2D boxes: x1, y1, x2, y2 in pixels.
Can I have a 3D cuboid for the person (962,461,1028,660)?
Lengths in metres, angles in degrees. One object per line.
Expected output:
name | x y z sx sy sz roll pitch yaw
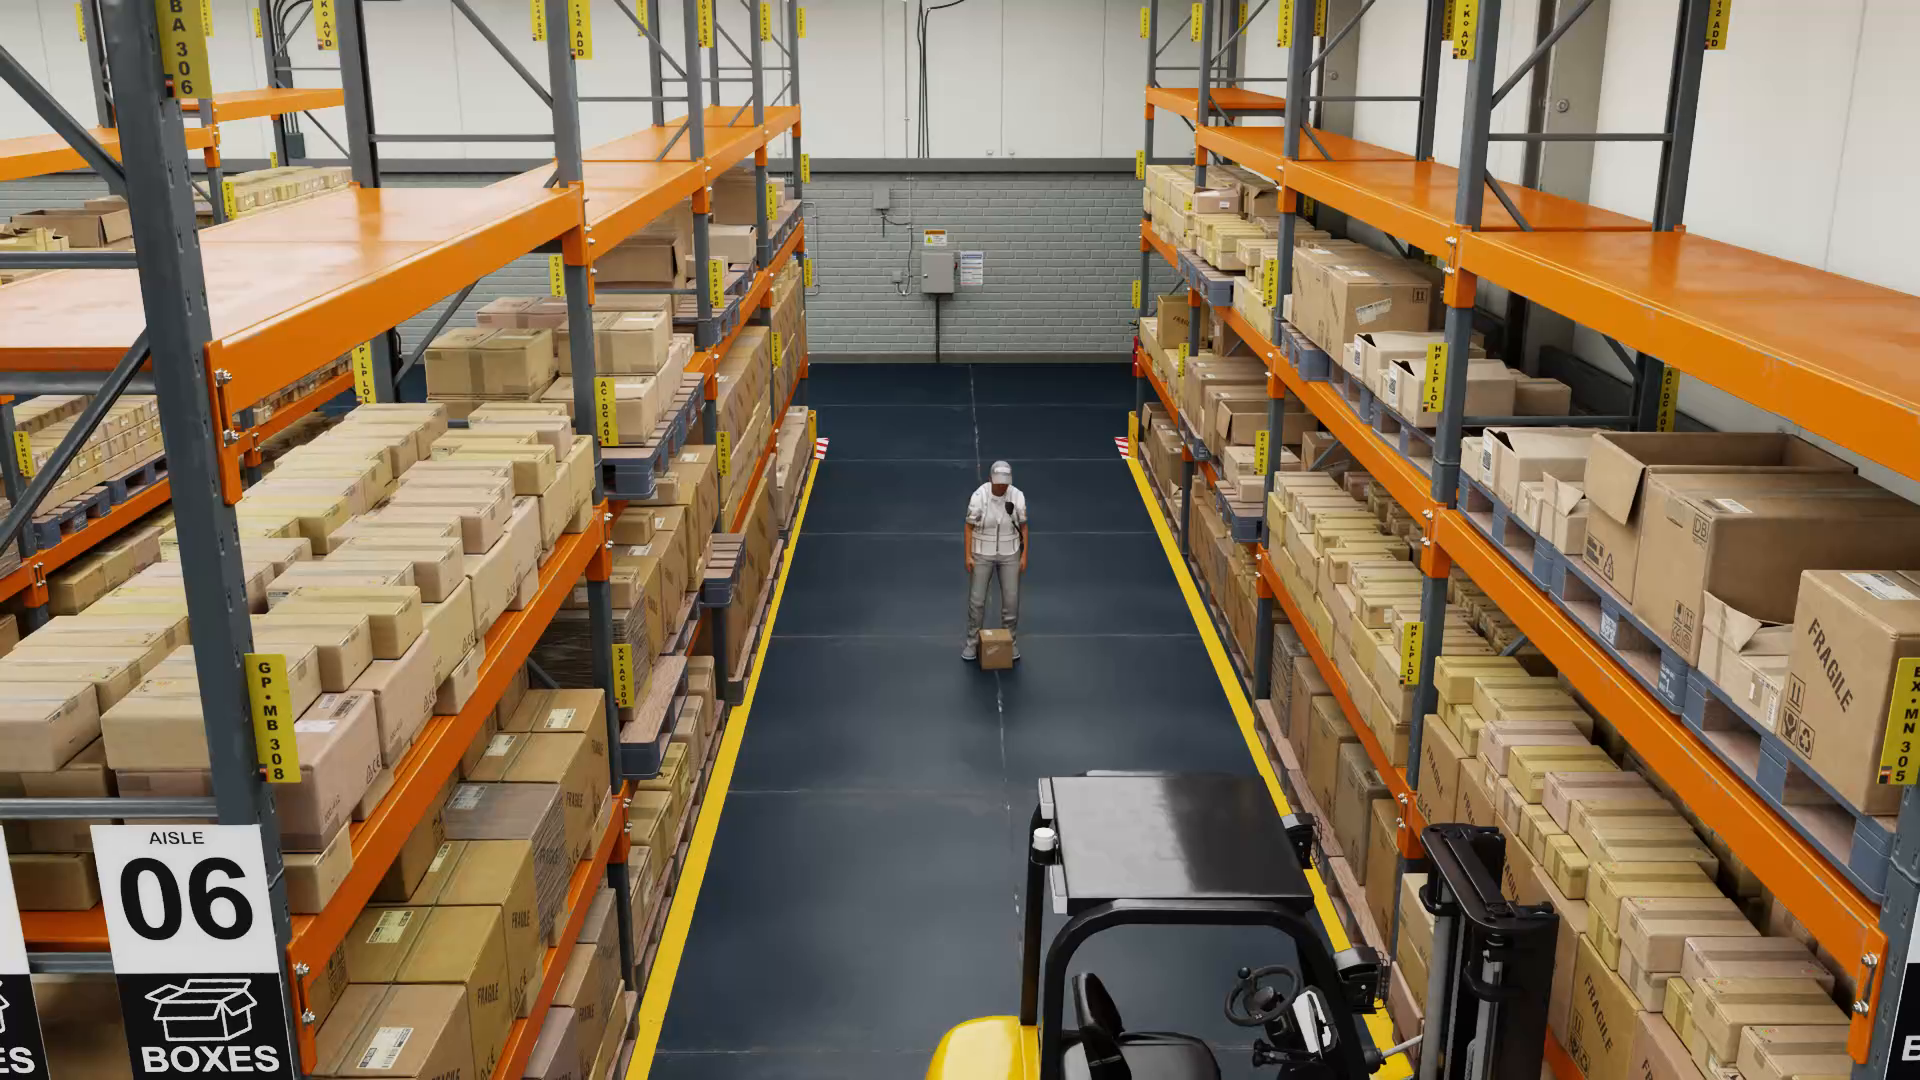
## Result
person | 0.285 0.151 13.550 0.553 1.665 0.457 -1 17 -4
